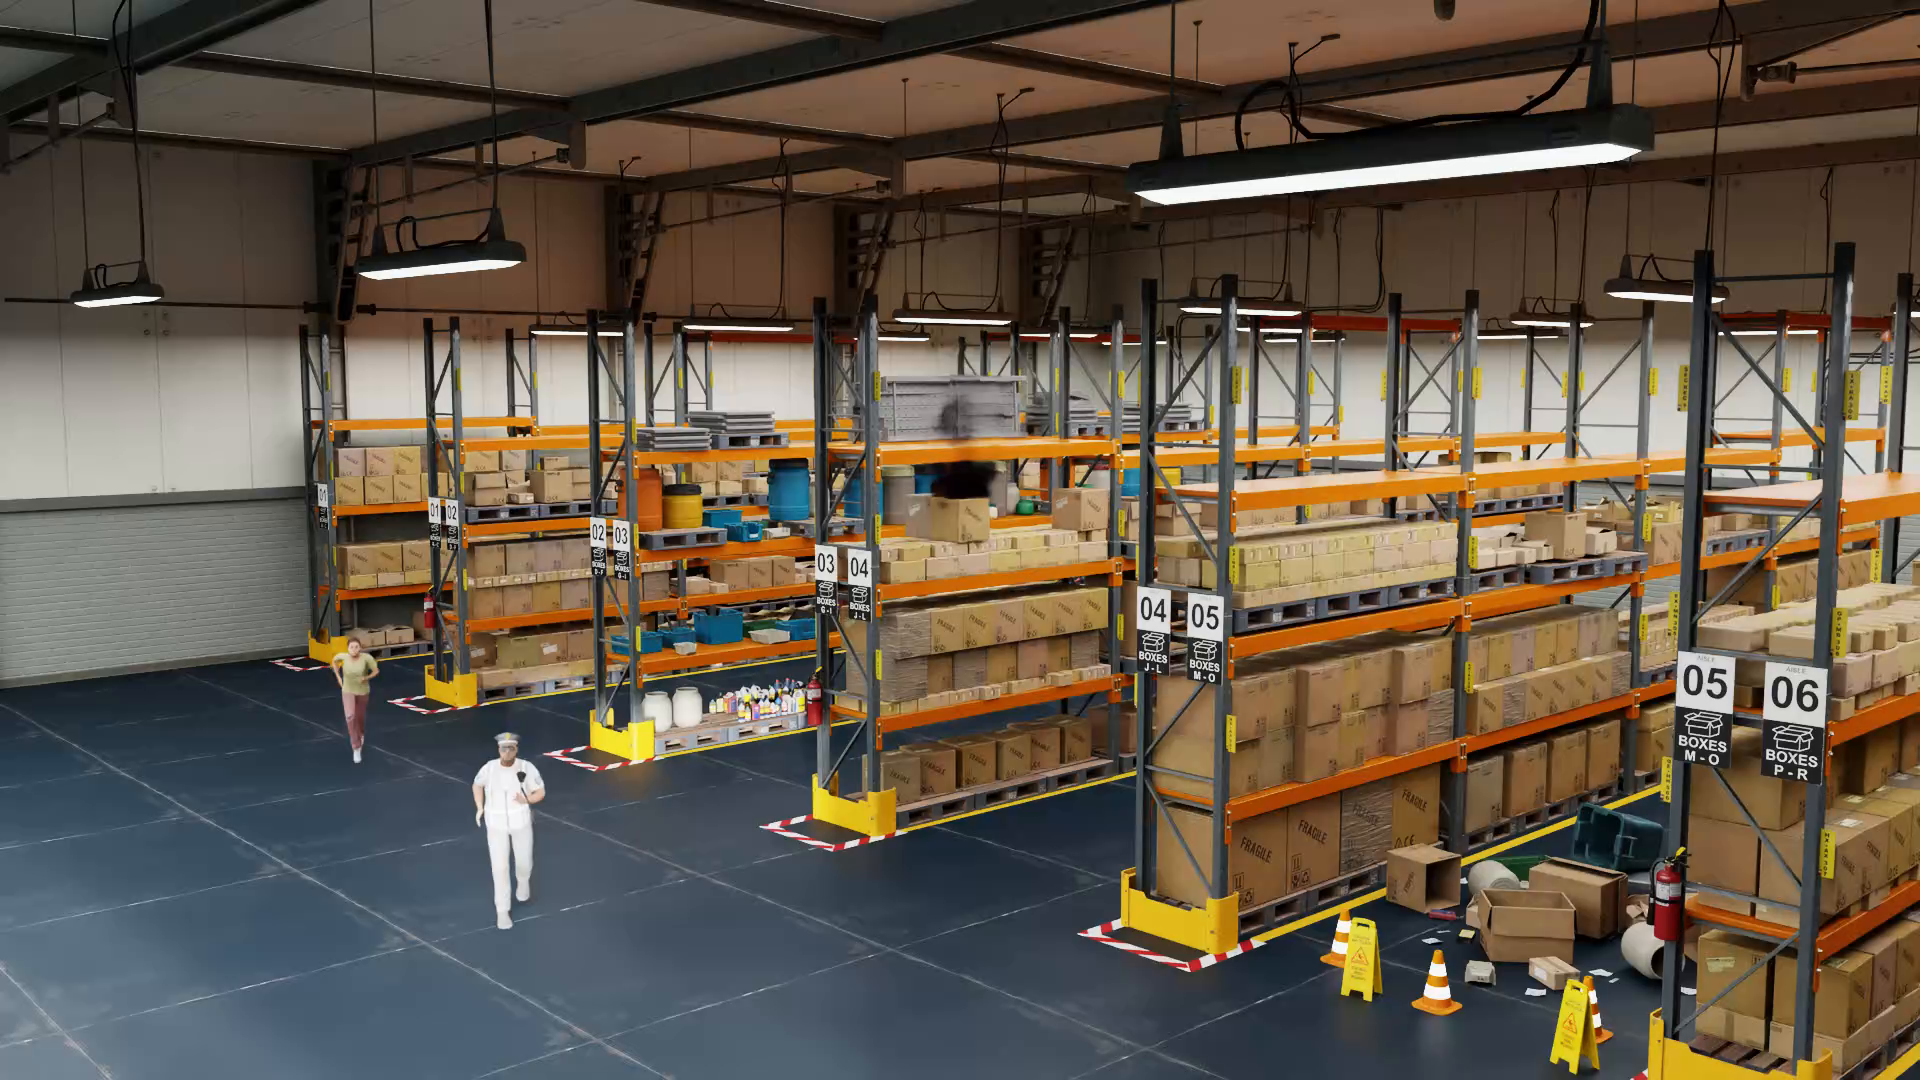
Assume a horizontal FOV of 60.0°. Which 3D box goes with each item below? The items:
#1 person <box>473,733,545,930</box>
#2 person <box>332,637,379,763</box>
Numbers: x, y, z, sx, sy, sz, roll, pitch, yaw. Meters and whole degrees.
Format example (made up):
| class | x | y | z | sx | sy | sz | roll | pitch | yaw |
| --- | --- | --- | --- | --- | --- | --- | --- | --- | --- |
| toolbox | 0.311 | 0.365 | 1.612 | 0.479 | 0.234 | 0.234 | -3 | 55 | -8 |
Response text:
| class | x | y | z | sx | sy | sz | roll | pitch | yaw |
| --- | --- | --- | --- | --- | --- | --- | --- | --- | --- |
| person | -4.258 | 2.683 | 15.723 | 0.668 | 1.755 | 0.965 | -1 | 6 | -14 |
| person | -8.141 | 2.097 | 22.452 | 0.598 | 1.659 | 0.968 | -2 | 6 | -18 |
